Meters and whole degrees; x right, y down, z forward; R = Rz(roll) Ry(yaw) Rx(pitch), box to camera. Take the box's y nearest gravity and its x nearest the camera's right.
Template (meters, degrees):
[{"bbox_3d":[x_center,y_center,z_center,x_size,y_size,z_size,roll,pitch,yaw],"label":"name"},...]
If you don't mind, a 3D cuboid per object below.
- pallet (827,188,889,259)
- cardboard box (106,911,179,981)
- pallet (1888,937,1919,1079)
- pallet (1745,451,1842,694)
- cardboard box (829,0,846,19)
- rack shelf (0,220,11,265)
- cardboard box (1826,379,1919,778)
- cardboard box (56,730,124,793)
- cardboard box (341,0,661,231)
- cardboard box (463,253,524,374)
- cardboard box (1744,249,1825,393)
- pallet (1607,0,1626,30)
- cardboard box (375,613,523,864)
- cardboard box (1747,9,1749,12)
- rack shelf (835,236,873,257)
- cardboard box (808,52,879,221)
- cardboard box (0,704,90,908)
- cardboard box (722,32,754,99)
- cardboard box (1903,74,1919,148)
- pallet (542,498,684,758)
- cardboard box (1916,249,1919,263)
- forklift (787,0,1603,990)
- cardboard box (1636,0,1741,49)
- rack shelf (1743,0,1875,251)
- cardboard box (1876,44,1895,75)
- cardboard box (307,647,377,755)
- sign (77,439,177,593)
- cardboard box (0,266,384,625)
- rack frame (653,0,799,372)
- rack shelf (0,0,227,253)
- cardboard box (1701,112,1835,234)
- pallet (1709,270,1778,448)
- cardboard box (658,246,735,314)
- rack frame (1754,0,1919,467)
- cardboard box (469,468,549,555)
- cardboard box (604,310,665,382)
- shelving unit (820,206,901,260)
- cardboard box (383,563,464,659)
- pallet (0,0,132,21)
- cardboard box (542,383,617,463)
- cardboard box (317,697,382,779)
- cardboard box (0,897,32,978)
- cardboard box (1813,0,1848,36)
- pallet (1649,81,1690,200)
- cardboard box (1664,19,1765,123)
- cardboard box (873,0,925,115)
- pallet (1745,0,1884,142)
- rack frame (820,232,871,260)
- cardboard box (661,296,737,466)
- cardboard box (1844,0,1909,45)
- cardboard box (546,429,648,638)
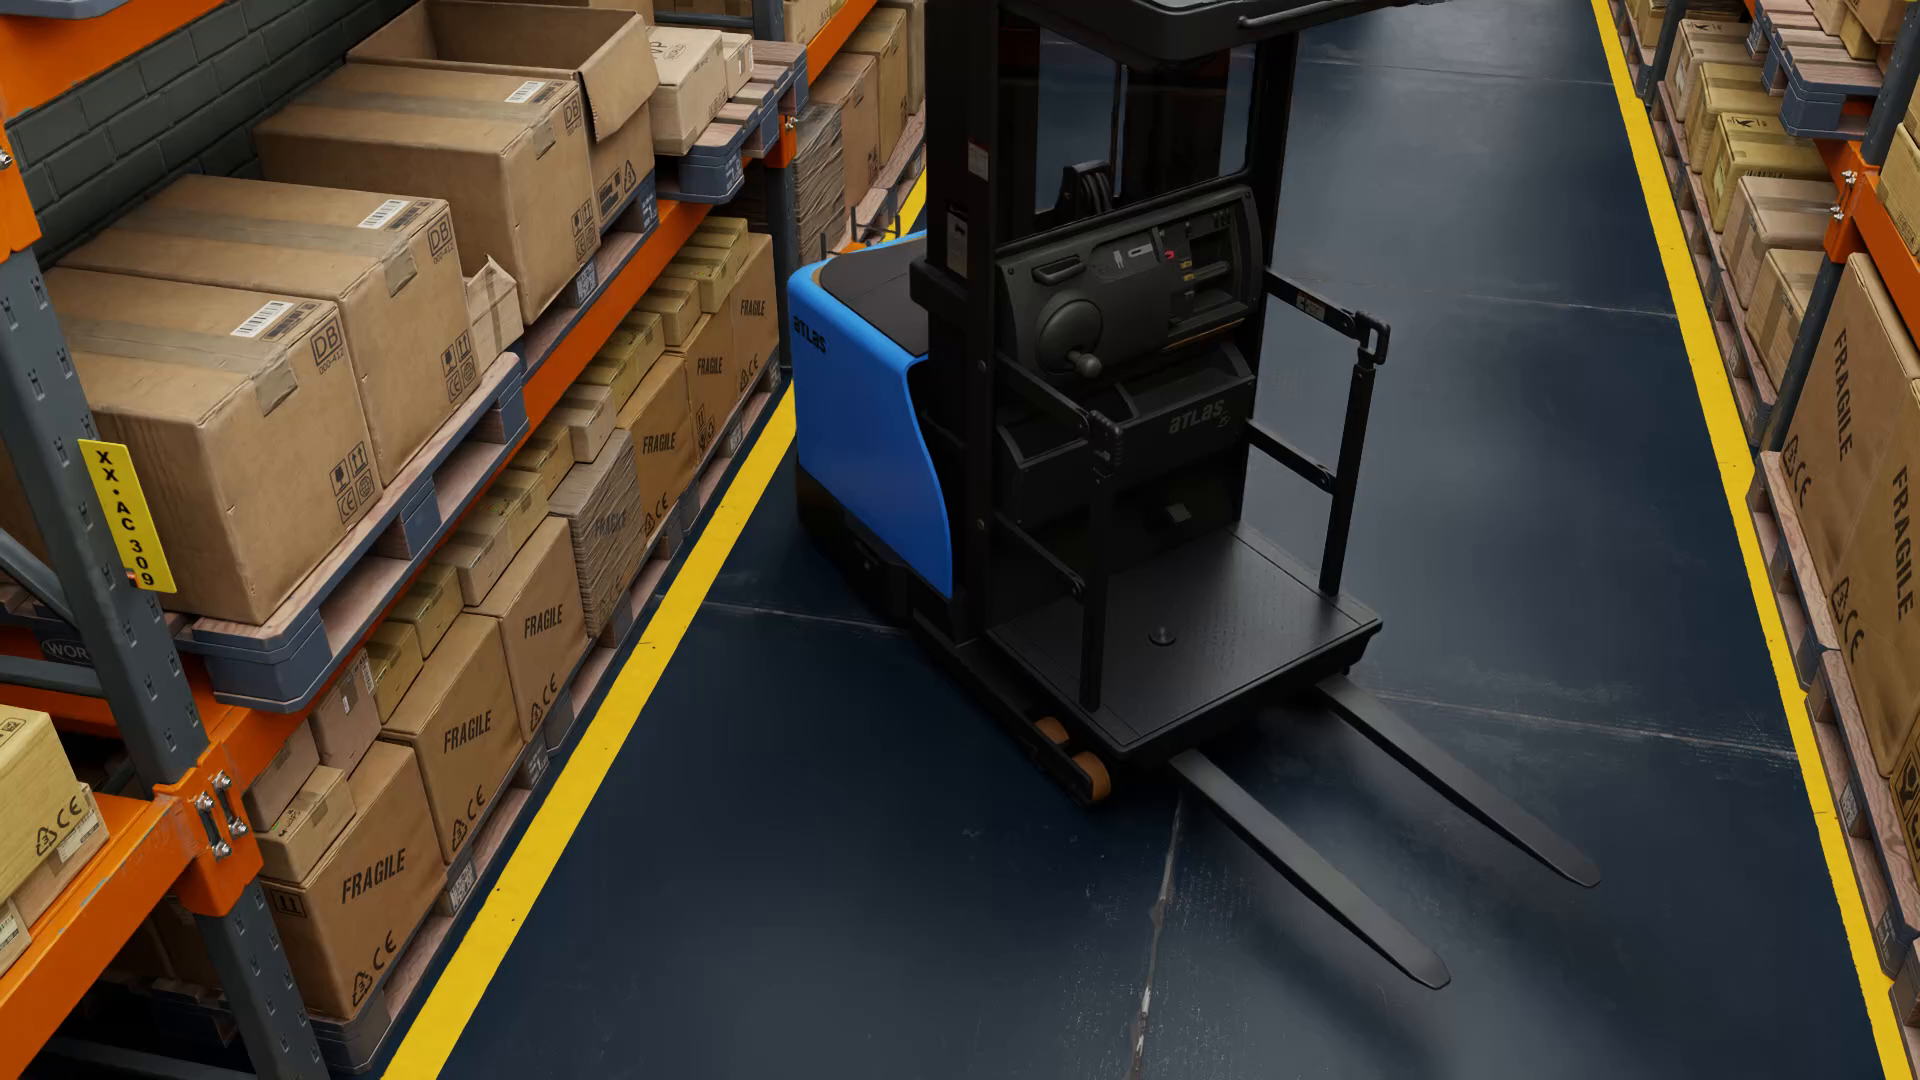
[{"bbox_3d":[-0.972,-1.384,7.979,1.003,0.211,1.213,7,37,10],"label":"pallet"},{"bbox_3d":[-2.224,0.771,4.402,0.500,0.500,0.500,7,37,10],"label":"cardboard box"},{"bbox_3d":[2.901,1.545,3.939,1.003,0.211,1.213,7,37,10],"label":"pallet"},{"bbox_3d":[3.422,0.146,5.869,1.003,0.211,1.213,7,37,10],"label":"pallet"},{"bbox_3d":[-0.740,-2.496,7.266,0.500,0.250,0.500,7,36,9],"label":"cardboard box"},{"bbox_3d":[-2.467,0.471,1.101,1.077,0.370,4.000,7,37,10],"label":"rack shelf"},{"bbox_3d":[3.241,0.161,4.925,0.875,0.875,0.875,8,37,11],"label":"cardboard box"},{"bbox_3d":[-2.243,0.580,4.113,0.380,0.149,0.250,6,36,8],"label":"cardboard box"},{"bbox_3d":[-1.354,-1.299,5.040,0.797,0.503,0.637,7,36,9],"label":"cardboard box"},{"bbox_3d":[-1.368,-0.617,4.301,0.396,0.266,0.258,9,37,12],"label":"cardboard box"},{"bbox_3d":[3.795,-0.854,6.754,0.950,0.372,0.625,5,36,7],"label":"cardboard box"},{"bbox_3d":[4.886,-3.681,11.149,1.003,0.211,1.213,7,37,10],"label":"pallet"},{"bbox_3d":[-1.613,0.534,4.729,0.500,0.500,0.500,7,36,9],"label":"cardboard box"},{"bbox_3d":[4.909,-3.384,9.709,0.500,0.500,0.500,9,37,12],"label":"cardboard box"},{"bbox_3d":[-0.361,-0.947,6.196,0.215,0.259,0.240,14,38,19],"label":"rack shelf"},{"bbox_3d":[-0.907,-1.986,8.099,0.875,0.625,0.625,8,37,11],"label":"cardboard box"},{"bbox_3d":[-1.910,0.510,2.864,0.500,0.250,0.500,8,37,11],"label":"cardboard box"},{"bbox_3d":[-0.951,-1.689,5.881,0.380,0.149,0.250,8,37,11],"label":"cardboard box"},{"bbox_3d":[3.315,-1.308,5.200,0.500,0.250,0.500,7,37,10],"label":"cardboard box"},{"bbox_3d":[-1.645,0.204,5.789,1.003,0.211,1.213,7,37,10],"label":"pallet"},{"bbox_3d":[3.222,-0.819,4.952,0.500,0.250,0.500,6,36,9],"label":"cardboard box"},{"bbox_3d":[0.640,-0.692,4.707,1.130,2.935,3.031,-22,41,-27],"label":"forklift"},{"bbox_3d":[4.382,-3.148,10.023,0.500,0.250,0.500,9,37,12],"label":"cardboard box"},{"bbox_3d":[4.092,-2.281,7.454,1.077,0.370,4.000,7,37,10],"label":"rack shelf"},{"bbox_3d":[3.505,-1.711,5.912,0.380,0.149,0.250,9,37,12],"label":"cardboard box"},{"bbox_3d":[-1.695,0.379,4.137,0.380,0.149,0.250,6,36,8],"label":"cardboard box"},{"bbox_3d":[-1.508,-0.039,3.011,0.100,0.325,0.005,7,37,10],"label":"sign"},{"bbox_3d":[-1.718,-0.212,3.544,0.700,0.500,0.500,8,37,11],"label":"cardboard box"},{"bbox_3d":[-1.186,-2.046,6.517,1.000,3.000,0.127,7,37,10],"label":"rack frame"},{"bbox_3d":[-1.613,-1.822,4.265,1.077,0.370,4.000,7,37,10],"label":"rack shelf"},{"bbox_3d":[4.112,-1.713,7.938,0.950,0.372,0.625,8,37,12],"label":"cardboard box"},{"bbox_3d":[3.833,-0.744,7.097,1.003,0.211,1.213,7,37,10],"label":"pallet"},{"bbox_3d":[-1.072,-0.991,6.281,0.380,0.149,0.250,6,36,8],"label":"cardboard box"},{"bbox_3d":[3.664,-1.426,5.661,1.000,3.000,0.127,7,37,10],"label":"rack frame"},{"bbox_3d":[-1.486,-0.102,5.054,0.380,0.149,0.250,9,37,12],"label":"cardboard box"},{"bbox_3d":[-1.272,-0.700,5.879,0.380,0.149,0.250,8,37,11],"label":"cardboard box"},{"bbox_3d":[-0.361,-0.725,6.356,0.215,1.050,0.252,14,38,19],"label":"shelving unit"},{"bbox_3d":[-1.631,0.179,4.667,0.380,0.149,0.250,7,36,9],"label":"cardboard box"},{"bbox_3d":[-1.832,-1.256,3.031,1.213,0.211,1.003,7,37,10],"label":"pallet"},{"bbox_3d":[-1.354,-0.395,5.458,0.380,0.149,0.250,6,36,8],"label":"cardboard box"},{"bbox_3d":[-1.720,0.486,4.243,0.380,0.149,0.250,6,36,9],"label":"cardboard box"},{"bbox_3d":[-1.896,0.716,2.921,0.380,0.149,0.250,8,37,11],"label":"cardboard box"},{"bbox_3d":[3.501,-2.024,6.343,0.380,0.149,0.250,7,37,10],"label":"cardboard box"},{"bbox_3d":[4.354,-2.143,9.027,1.003,0.211,1.213,7,37,10],"label":"pallet"},{"bbox_3d":[4.409,-2.524,9.058,0.950,0.372,0.625,8,37,11],"label":"cardboard box"},{"bbox_3d":[-0.605,-2.803,9.227,0.875,0.625,0.625,7,37,9],"label":"cardboard box"},{"bbox_3d":[3.713,-1.770,6.300,1.213,0.211,1.003,7,37,10],"label":"pallet"},{"bbox_3d":[-0.410,-0.660,6.266,0.200,1.050,0.008,14,38,19],"label":"rack frame"},{"bbox_3d":[-1.183,-0.649,6.361,0.500,0.500,0.500,7,36,9],"label":"cardboard box"},{"bbox_3d":[3.490,-2.052,5.829,0.500,0.500,0.500,6,36,9],"label":"cardboard box"},{"bbox_3d":[-1.385,-0.048,5.533,0.500,0.500,0.500,6,36,8],"label":"cardboard box"}]
